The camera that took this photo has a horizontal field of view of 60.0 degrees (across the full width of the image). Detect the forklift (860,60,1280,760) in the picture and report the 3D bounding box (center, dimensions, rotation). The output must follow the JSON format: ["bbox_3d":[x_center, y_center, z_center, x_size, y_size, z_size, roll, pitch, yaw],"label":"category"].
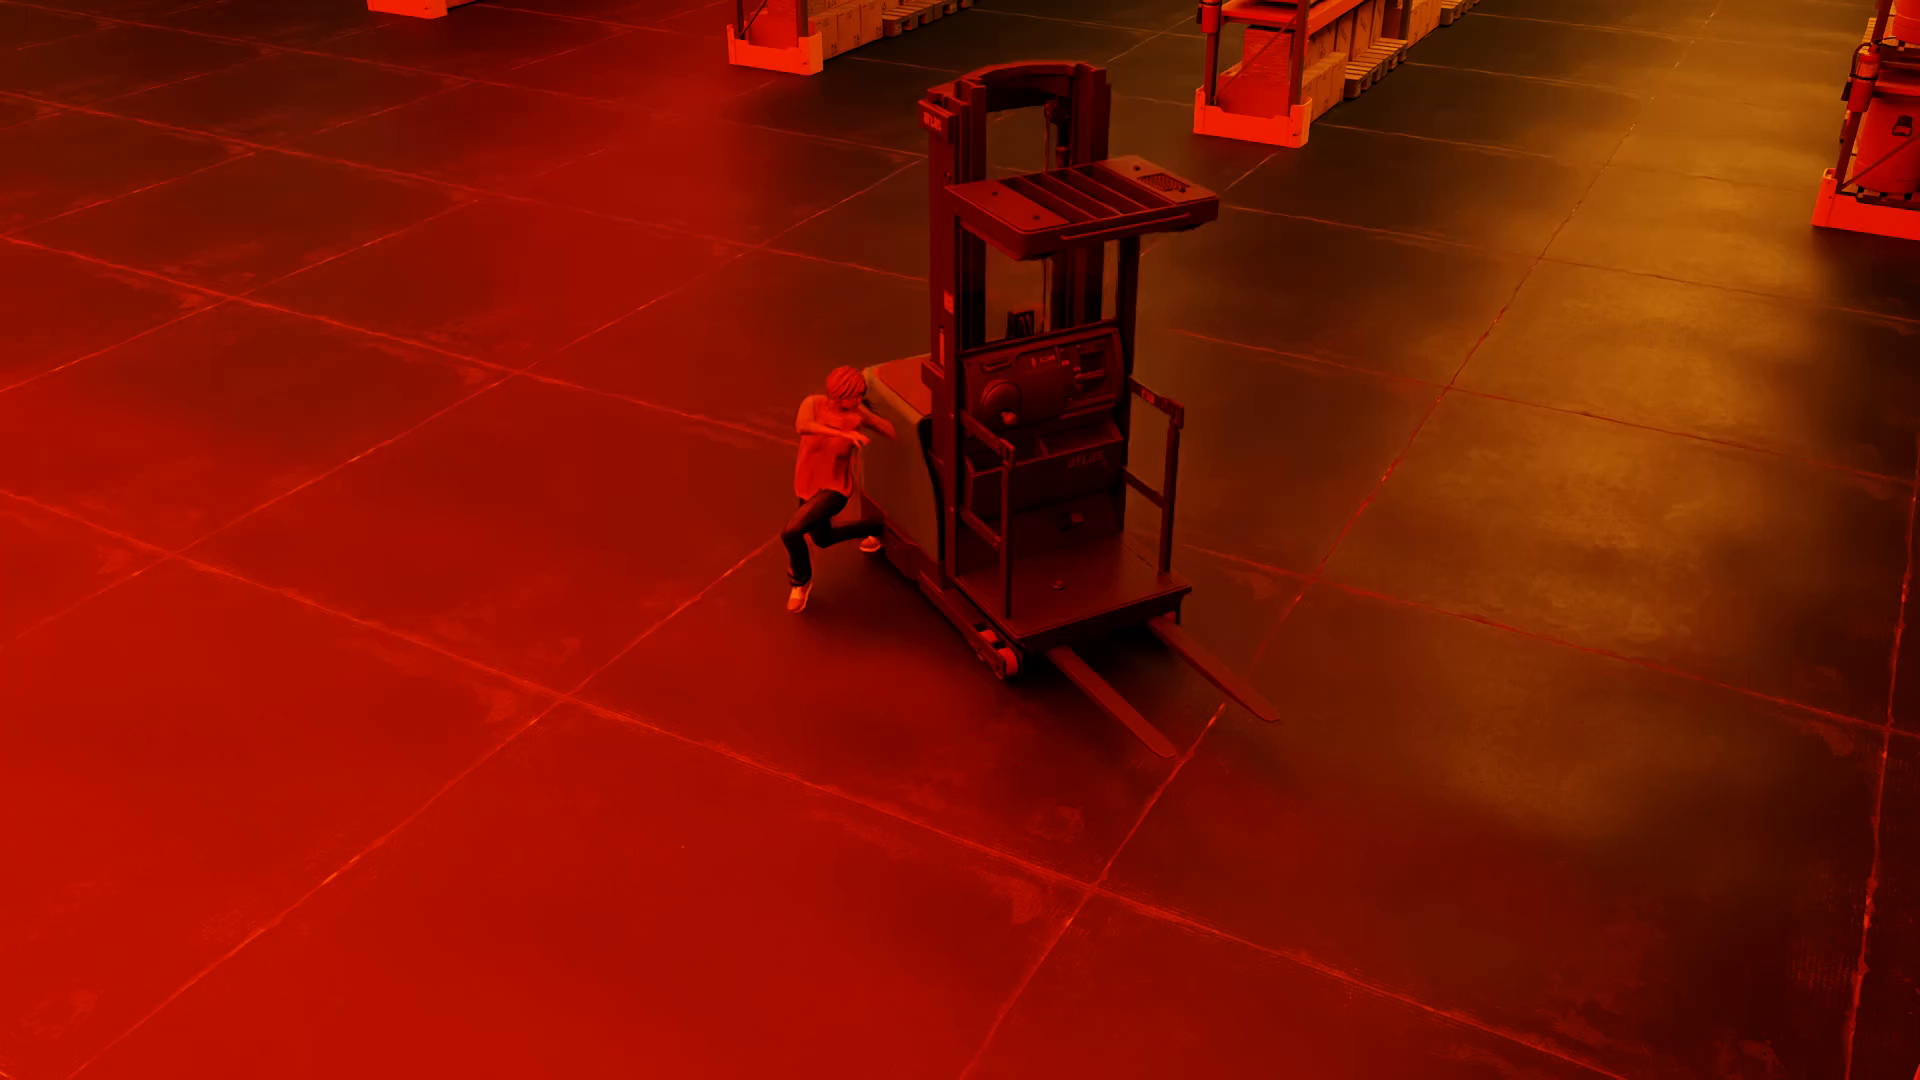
[{"bbox_3d":[0.543,-0.797,8.451,1.130,2.935,3.031,-15,33,-24],"label":"forklift"}]

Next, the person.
[{"bbox_3d":[-0.586,-0.306,9.242,0.701,1.342,0.879,15,33,24],"label":"person"}]
